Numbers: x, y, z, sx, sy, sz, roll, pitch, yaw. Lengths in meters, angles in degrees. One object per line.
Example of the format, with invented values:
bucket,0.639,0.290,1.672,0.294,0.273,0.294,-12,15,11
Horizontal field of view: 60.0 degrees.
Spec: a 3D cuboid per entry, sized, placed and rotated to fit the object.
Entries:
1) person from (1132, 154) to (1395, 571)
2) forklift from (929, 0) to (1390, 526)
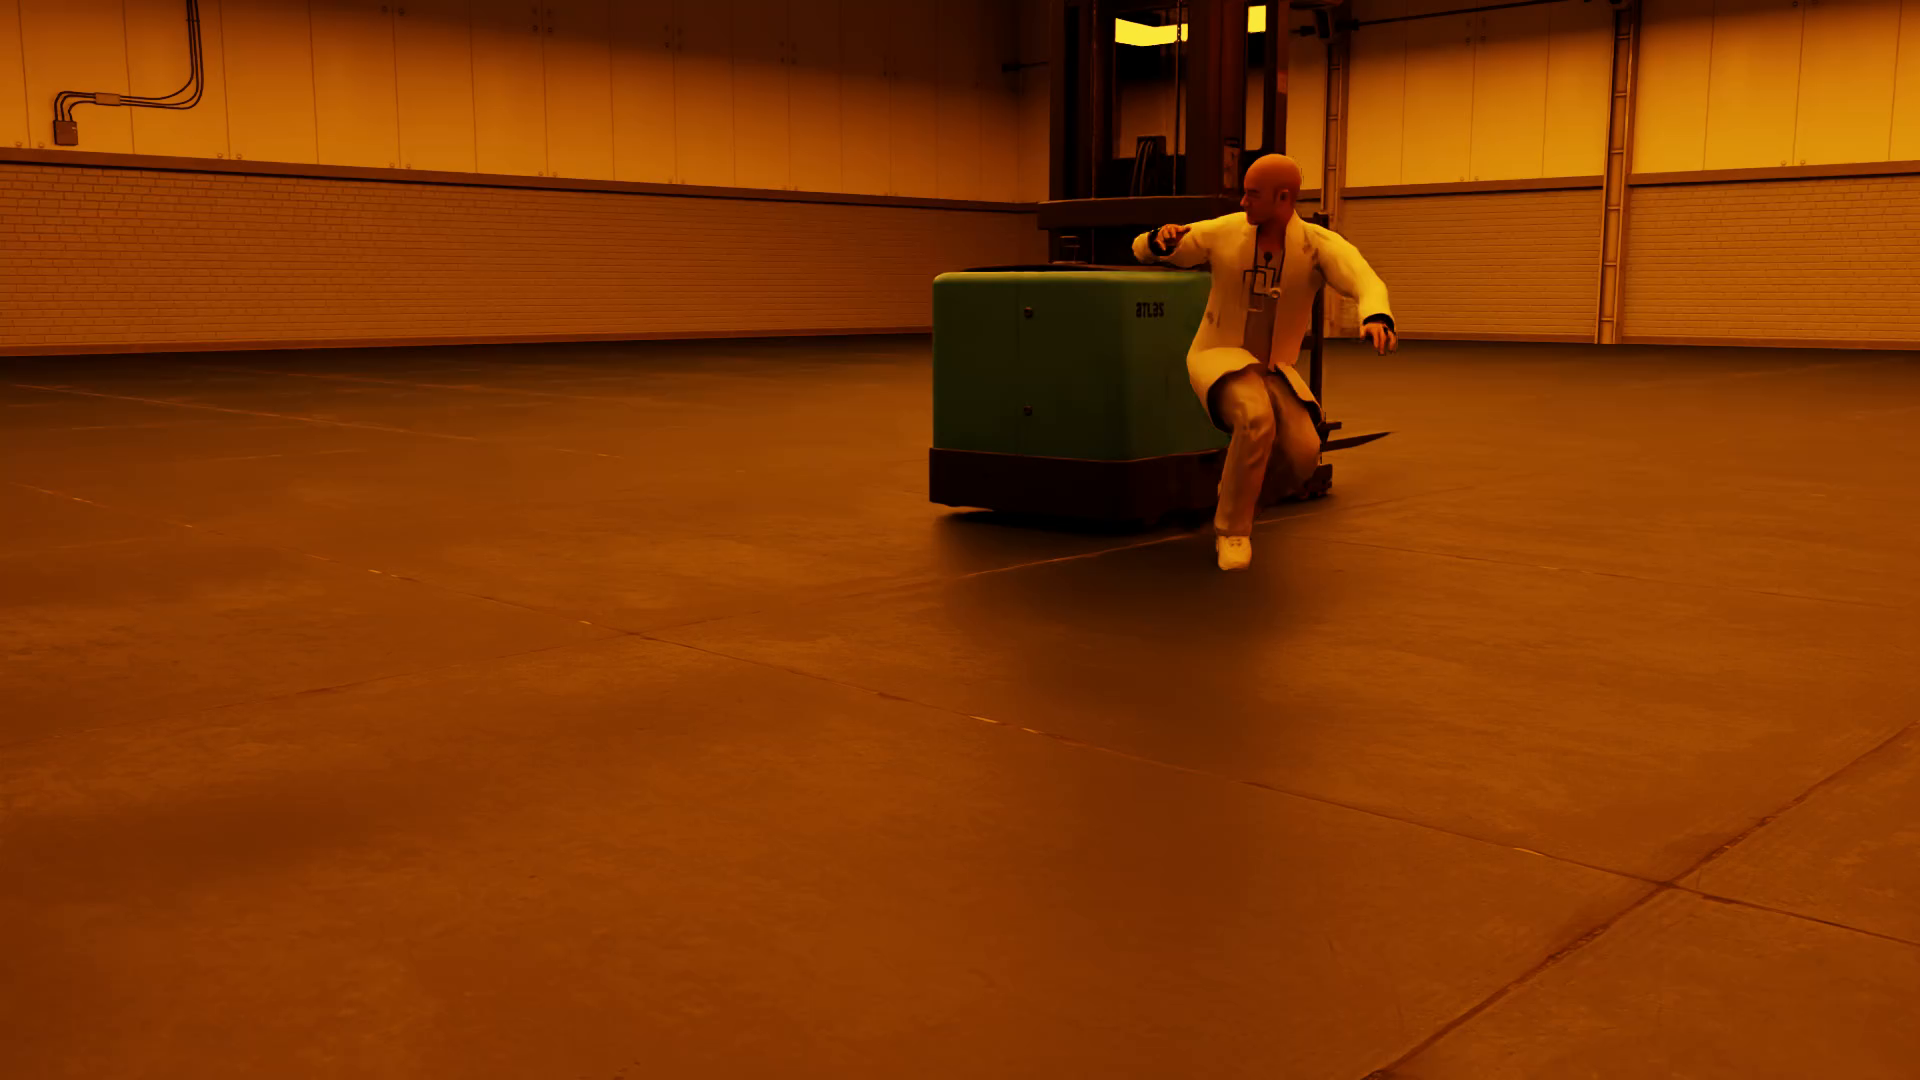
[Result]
person,1.086,-0.641,6.025,0.829,1.497,1.074,-1,9,-8
forklift,1.171,-1.677,8.013,1.130,2.935,3.031,7,11,38
